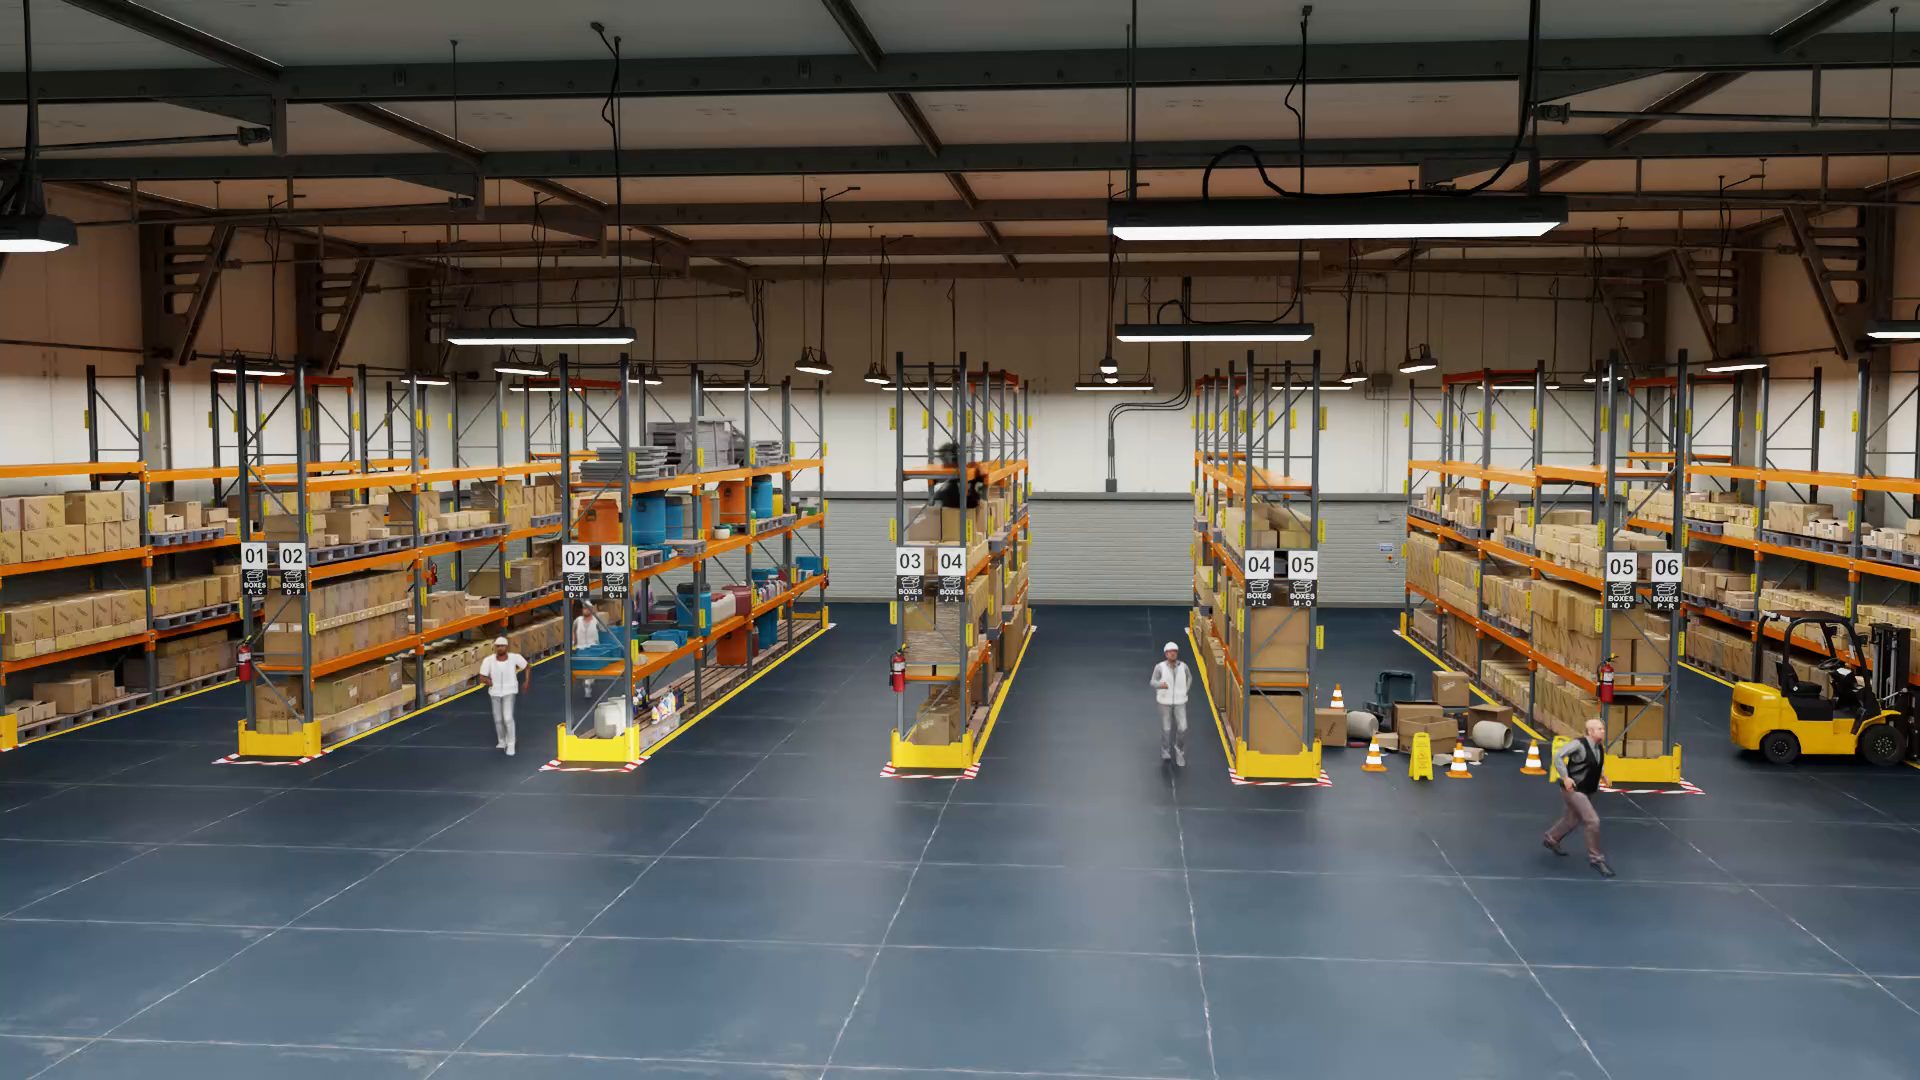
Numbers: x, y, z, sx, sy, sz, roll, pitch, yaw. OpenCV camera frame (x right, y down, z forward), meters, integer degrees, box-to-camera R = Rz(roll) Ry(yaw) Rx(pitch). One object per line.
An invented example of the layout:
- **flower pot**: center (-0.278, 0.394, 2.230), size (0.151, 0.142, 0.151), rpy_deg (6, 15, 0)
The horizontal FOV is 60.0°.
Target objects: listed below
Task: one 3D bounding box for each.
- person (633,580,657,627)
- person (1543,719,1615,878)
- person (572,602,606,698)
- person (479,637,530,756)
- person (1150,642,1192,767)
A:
- **person**: center (-6.971, 1.610, 36.771), size (0.544, 1.556, 0.705), rpy_deg (0, 4, -5)
- **person**: center (6.922, 2.833, 18.623), size (0.690, 1.712, 0.976), rpy_deg (-3, 5, -35)
- **person**: center (-6.775, 1.988, 30.295), size (0.657, 1.743, 0.605), rpy_deg (0, 4, -6)
- **person**: center (-6.865, 2.364, 25.036), size (0.721, 1.835, 0.737), rpy_deg (0, 4, -6)
- **person**: center (3.093, 2.408, 24.270), size (0.642, 1.833, 0.687), rpy_deg (0, 4, 0)
